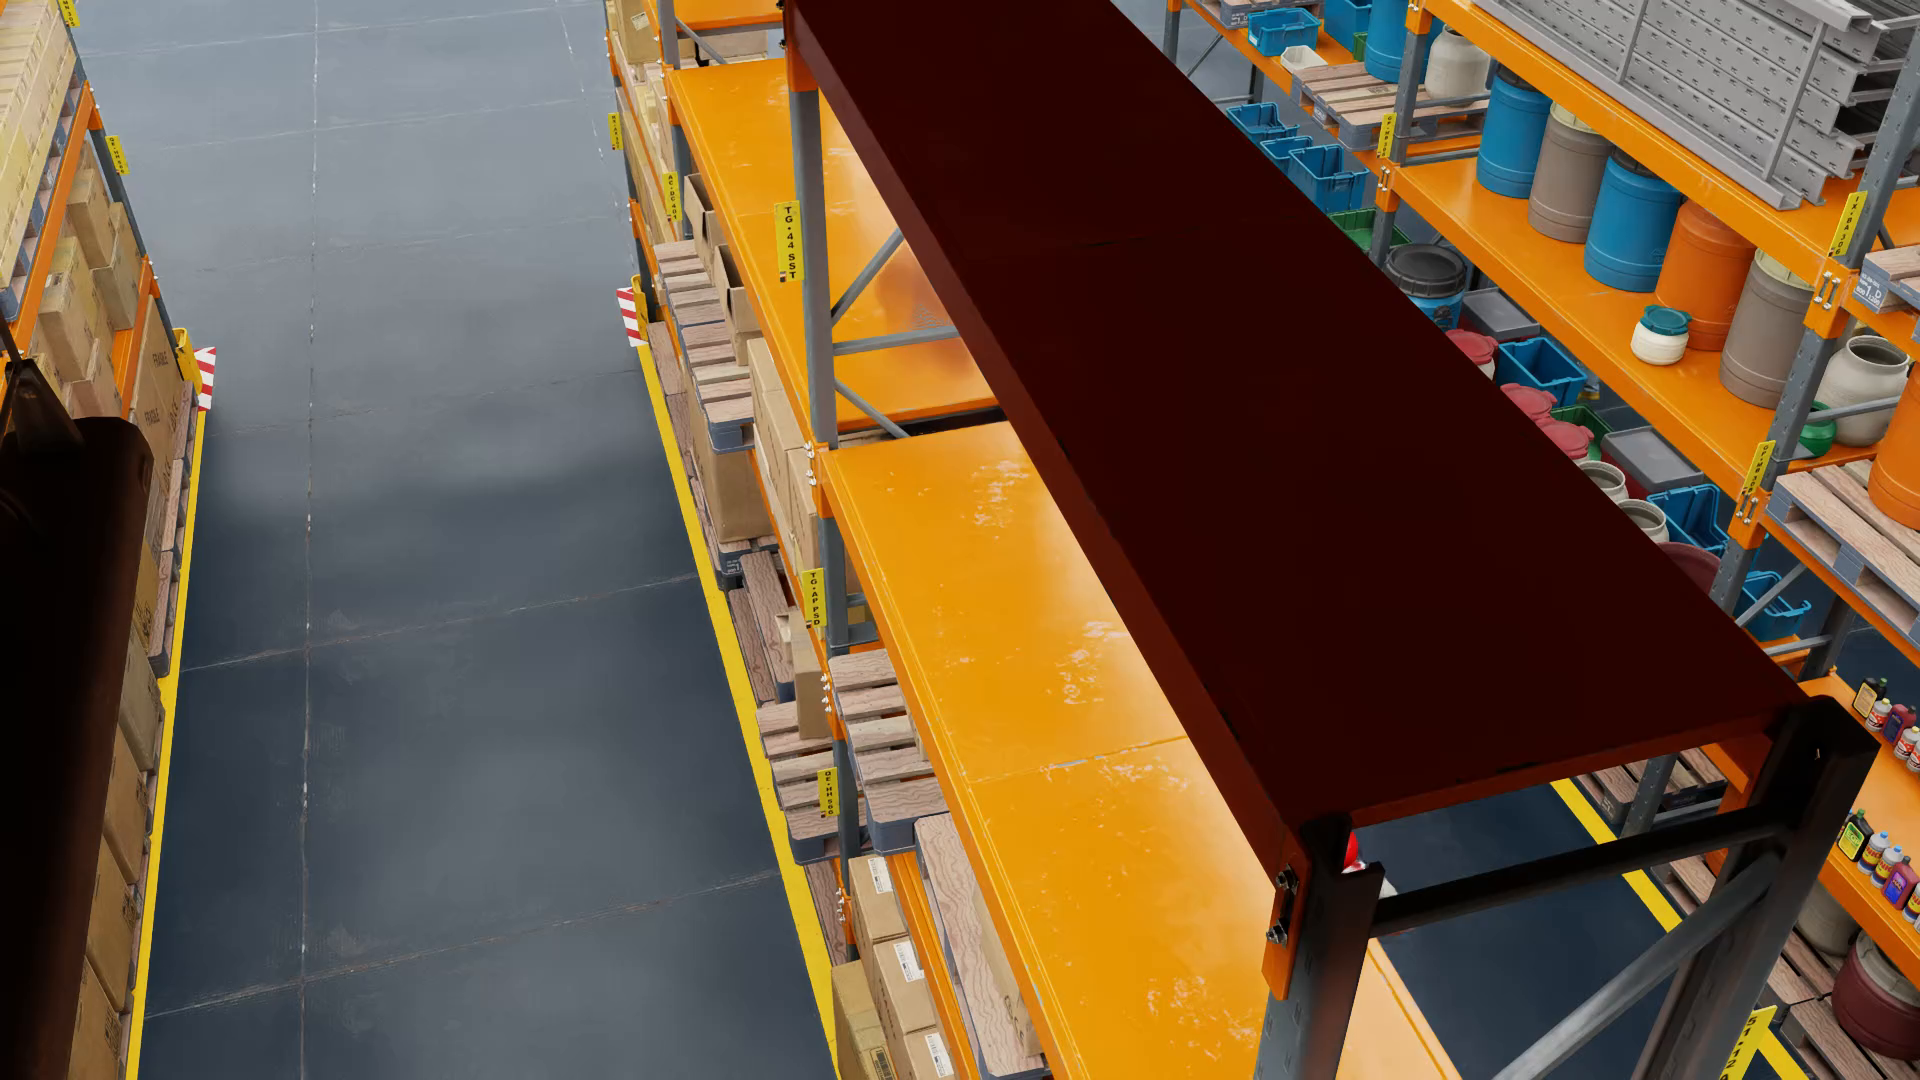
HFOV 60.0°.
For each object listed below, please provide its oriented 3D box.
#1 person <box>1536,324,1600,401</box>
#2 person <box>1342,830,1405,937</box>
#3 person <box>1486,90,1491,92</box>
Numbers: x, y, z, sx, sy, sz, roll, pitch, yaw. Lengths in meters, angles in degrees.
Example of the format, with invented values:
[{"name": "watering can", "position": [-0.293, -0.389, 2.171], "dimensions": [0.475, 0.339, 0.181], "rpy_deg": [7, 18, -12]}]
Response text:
[{"name": "person", "position": [5.114, -1.966, 13.855], "dimensions": [0.681, 1.803, 0.897], "rpy_deg": [-19, 42, -22]}, {"name": "person", "position": [1.768, 2.044, 8.320], "dimensions": [0.651, 1.822, 0.917], "rpy_deg": [-10, 40, -13]}, {"name": "person", "position": [5.518, -5.320, 18.170], "dimensions": [0.769, 1.723, 0.670], "rpy_deg": [10, 40, 13]}]
